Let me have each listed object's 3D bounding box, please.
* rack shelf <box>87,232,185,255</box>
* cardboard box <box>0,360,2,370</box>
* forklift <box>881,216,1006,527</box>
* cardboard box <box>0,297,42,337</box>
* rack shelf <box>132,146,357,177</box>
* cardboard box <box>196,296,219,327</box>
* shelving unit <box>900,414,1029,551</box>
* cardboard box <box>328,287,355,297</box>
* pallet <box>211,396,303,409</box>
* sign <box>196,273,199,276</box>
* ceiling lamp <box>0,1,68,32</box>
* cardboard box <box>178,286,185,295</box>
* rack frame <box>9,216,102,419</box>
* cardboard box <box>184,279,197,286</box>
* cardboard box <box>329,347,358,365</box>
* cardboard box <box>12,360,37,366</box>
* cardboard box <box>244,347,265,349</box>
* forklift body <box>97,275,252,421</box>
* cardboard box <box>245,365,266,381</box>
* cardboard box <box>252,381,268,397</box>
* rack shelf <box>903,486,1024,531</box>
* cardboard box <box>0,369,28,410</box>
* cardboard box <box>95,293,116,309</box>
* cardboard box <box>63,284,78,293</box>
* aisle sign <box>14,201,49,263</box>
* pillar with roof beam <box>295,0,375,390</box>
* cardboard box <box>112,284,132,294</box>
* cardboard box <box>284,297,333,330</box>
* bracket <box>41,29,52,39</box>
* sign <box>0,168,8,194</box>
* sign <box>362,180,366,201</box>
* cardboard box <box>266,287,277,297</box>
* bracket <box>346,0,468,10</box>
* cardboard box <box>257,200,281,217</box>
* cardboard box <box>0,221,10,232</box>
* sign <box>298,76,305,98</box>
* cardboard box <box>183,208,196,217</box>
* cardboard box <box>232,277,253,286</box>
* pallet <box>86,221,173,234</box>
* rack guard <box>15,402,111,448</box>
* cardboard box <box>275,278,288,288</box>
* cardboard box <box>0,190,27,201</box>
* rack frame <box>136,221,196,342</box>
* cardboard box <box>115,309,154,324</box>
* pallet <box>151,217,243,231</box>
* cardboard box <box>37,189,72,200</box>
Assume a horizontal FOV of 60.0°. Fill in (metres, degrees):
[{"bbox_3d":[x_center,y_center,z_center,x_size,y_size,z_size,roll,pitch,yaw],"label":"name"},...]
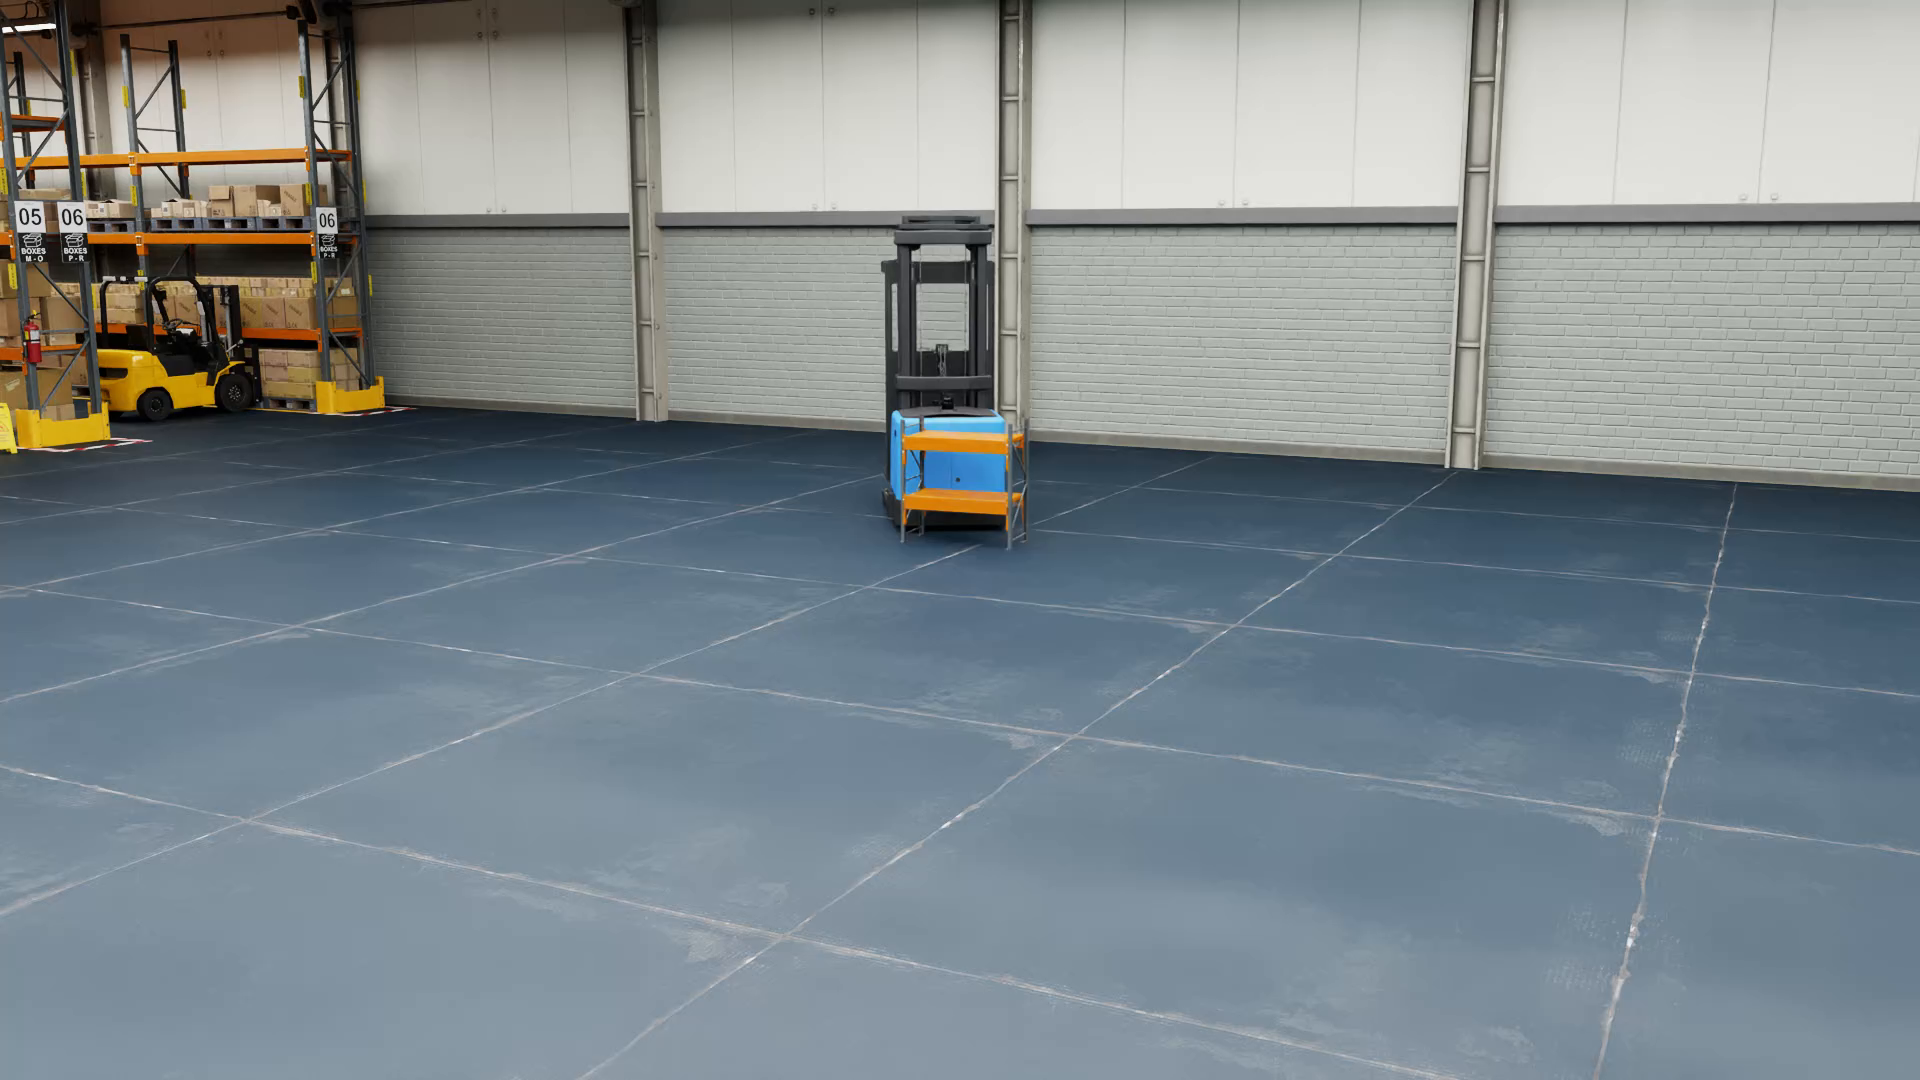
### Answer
[{"bbox_3d":[-15.213,-5.171,28.974,4.000,0.370,1.077,5,11,26],"label":"rack shelf"},{"bbox_3d":[-13.217,-2.364,22.485,0.250,0.149,0.380,5,12,27],"label":"cardboard box"},{"bbox_3d":[-0.226,-1.779,16.831,1.130,2.935,3.031,-1,10,-6],"label":"forklift"},{"bbox_3d":[-12.633,-2.977,22.141,0.500,0.500,0.500,5,11,25],"label":"cardboard box"},{"bbox_3d":[-11.625,-6.135,27.001,4.000,0.370,1.077,5,11,26],"label":"rack shelf"},{"bbox_3d":[-12.208,-3.785,27.442,0.500,0.500,0.500,5,11,25],"label":"cardboard box"},{"bbox_3d":[0.044,-0.533,15.015,1.048,1.125,0.538,4,11,20],"label":"shelving unit"},{"bbox_3d":[-10.021,-4.012,26.875,0.250,0.149,0.380,5,11,24],"label":"cardboard box"},{"bbox_3d":[-11.626,-2.354,27.642,1.213,0.211,1.003,5,11,26],"label":"pallet"},{"bbox_3d":[-13.175,-4.445,28.713,0.005,0.325,0.100,5,11,26],"label":"sign"},{"bbox_3d":[-14.267,-9.353,25.253,2.000,3.185,0.800,5,11,26],"label":"ceiling lamp"},{"bbox_3d":[-12.771,-4.156,27.669,0.250,0.149,0.380,5,11,26],"label":"cardboard box"},{"bbox_3d":[-12.025,-2.783,22.183,0.127,3.000,1.000,5,11,26],"label":"rack frame"},{"bbox_3d":[-12.572,-4.272,27.473,0.250,0.149,0.380,5,12,27],"label":"cardboard box"},{"bbox_3d":[-10.179,-2.990,27.060,0.500,0.250,0.500,5,11,25],"label":"cardboard box"},{"bbox_3d":[-16.453,-3.193,29.939,0.625,0.625,0.875,5,12,28],"label":"cardboard box"},{"bbox_3d":[-11.751,-3.026,27.264,0.500,0.250,0.500,5,11,25],"label":"cardboard box"},{"bbox_3d":[-12.340,-3.016,25.856,1.214,2.155,2.313,5,11,26],"label":"forklift body"},{"bbox_3d":[-11.324,-2.742,27.098,0.500,0.250,0.500,5,11,25],"label":"cardboard box"},{"bbox_3d":[-11.279,-2.498,27.149,0.500,0.250,0.500,5,11,26],"label":"cardboard box"},{"bbox_3d":[0.044,-0.292,15.059,1.000,0.278,0.538,4,11,20],"label":"rack shelf"},{"bbox_3d":[-12.859,-2.027,22.442,0.500,0.500,0.500,5,11,26],"label":"cardboard box"},{"bbox_3d":[-14.437,-4.100,28.481,0.500,0.250,0.500,5,11,24],"label":"cardboard box"},{"bbox_3d":[-15.255,-4.355,28.770,0.250,0.149,0.380,5,11,24],"label":"cardboard box"},{"bbox_3d":[-12.097,-4.011,21.669,0.004,0.787,0.394,5,11,26],"label":"aisle sign"},{"bbox_3d":[-11.962,-6.039,23.330,0.548,9.000,9.100,5,11,26],"label":"pillar with roof beam"},{"bbox_3d":[-14.259,-4.296,28.442,0.250,0.149,0.380,5,11,26],"label":"cardboard box"},{"bbox_3d":[-10.389,-3.622,26.539,0.500,0.500,0.500,5,11,25],"label":"cardboard box"},{"bbox_3d":[-15.967,-8.947,29.288,0.430,0.232,0.235,5,11,26],"label":"bracket"},{"bbox_3d":[-12.288,-4.607,21.356,0.005,0.325,0.100,5,11,26],"label":"sign"},{"bbox_3d":[-9.581,-5.609,26.700,0.005,0.325,0.100,5,11,26],"label":"sign"},{"bbox_3d":[-10.932,-3.994,26.772,0.250,0.149,0.380,5,11,25],"label":"cardboard box"},{"bbox_3d":[-7.517,-8.204,25.185,4.783,0.066,0.076,5,11,26],"label":"bracket"},{"bbox_3d":[-10.937,-5.278,26.467,0.258,0.266,0.396,5,11,26],"label":"cardboard box"},{"bbox_3d":[-12.468,-4.119,21.847,0.250,0.149,0.380,5,11,26],"label":"cardboard box"},{"bbox_3d":[-10.085,-6.941,25.468,0.005,0.325,0.100,5,11,26],"label":"sign"},{"bbox_3d":[-12.462,-5.355,27.217,0.250,0.149,0.380,5,12,28],"label":"cardboard box"},{"bbox_3d":[-11.624,-4.205,27.104,0.250,0.149,0.380,5,11,27],"label":"cardboard box"},{"bbox_3d":[-14.216,-5.340,28.429,1.217,0.209,0.805,5,11,24],"label":"pallet"},{"bbox_3d":[-12.093,-1.559,22.439,0.348,0.500,1.175,5,11,26],"label":"rack guard"},{"bbox_3d":[-10.728,-4.116,26.612,0.250,0.149,0.380,5,12,27],"label":"cardboard box"},{"bbox_3d":[-12.459,-4.507,21.754,0.250,0.149,0.380,5,11,26],"label":"cardboard box"},{"bbox_3d":[-13.419,-3.891,28.306,0.127,3.000,1.000,5,11,26],"label":"rack frame"},{"bbox_3d":[-13.987,-3.815,28.308,0.500,0.250,0.500,5,12,27],"label":"cardboard box"},{"bbox_3d":[-12.643,-5.260,27.699,1.213,0.211,1.003,5,11,26],"label":"pallet"},{"bbox_3d":[-15.551,-5.811,28.752,0.500,0.500,0.500,5,12,27],"label":"cardboard box"}]
